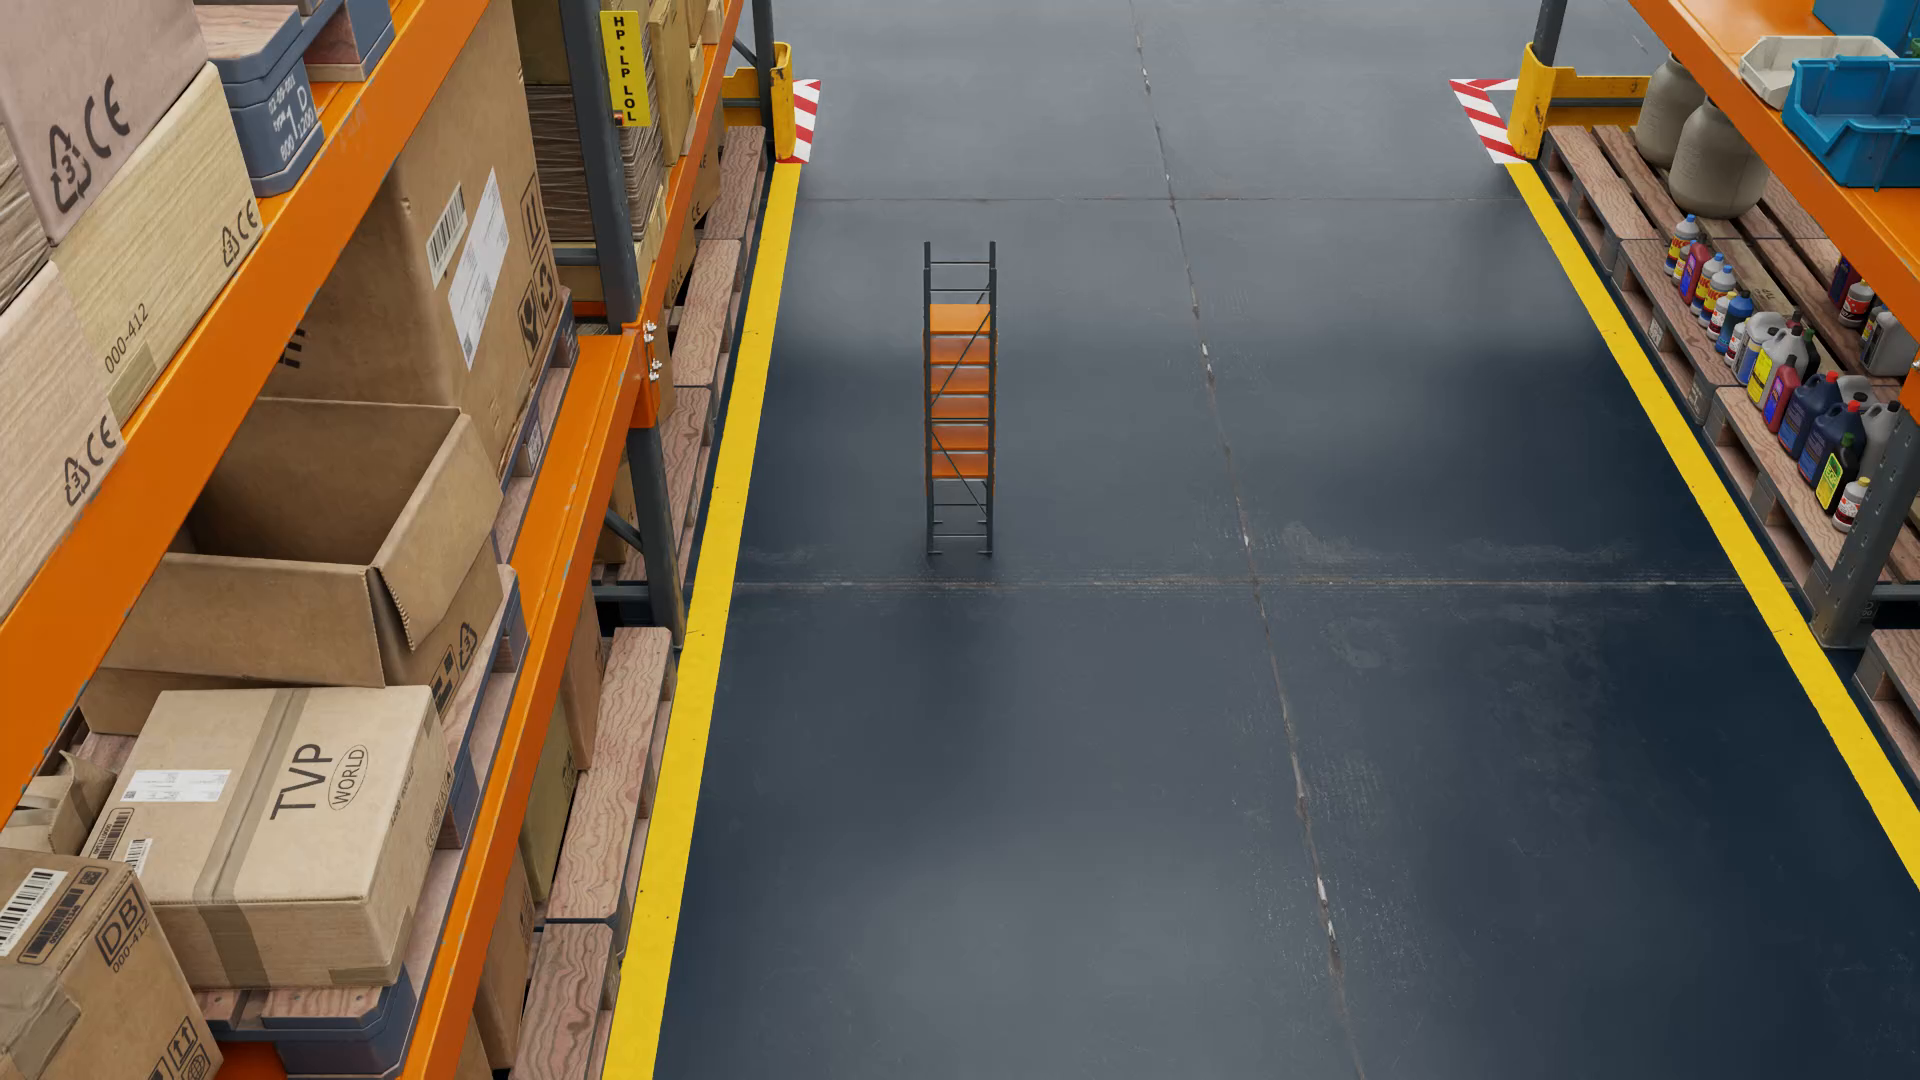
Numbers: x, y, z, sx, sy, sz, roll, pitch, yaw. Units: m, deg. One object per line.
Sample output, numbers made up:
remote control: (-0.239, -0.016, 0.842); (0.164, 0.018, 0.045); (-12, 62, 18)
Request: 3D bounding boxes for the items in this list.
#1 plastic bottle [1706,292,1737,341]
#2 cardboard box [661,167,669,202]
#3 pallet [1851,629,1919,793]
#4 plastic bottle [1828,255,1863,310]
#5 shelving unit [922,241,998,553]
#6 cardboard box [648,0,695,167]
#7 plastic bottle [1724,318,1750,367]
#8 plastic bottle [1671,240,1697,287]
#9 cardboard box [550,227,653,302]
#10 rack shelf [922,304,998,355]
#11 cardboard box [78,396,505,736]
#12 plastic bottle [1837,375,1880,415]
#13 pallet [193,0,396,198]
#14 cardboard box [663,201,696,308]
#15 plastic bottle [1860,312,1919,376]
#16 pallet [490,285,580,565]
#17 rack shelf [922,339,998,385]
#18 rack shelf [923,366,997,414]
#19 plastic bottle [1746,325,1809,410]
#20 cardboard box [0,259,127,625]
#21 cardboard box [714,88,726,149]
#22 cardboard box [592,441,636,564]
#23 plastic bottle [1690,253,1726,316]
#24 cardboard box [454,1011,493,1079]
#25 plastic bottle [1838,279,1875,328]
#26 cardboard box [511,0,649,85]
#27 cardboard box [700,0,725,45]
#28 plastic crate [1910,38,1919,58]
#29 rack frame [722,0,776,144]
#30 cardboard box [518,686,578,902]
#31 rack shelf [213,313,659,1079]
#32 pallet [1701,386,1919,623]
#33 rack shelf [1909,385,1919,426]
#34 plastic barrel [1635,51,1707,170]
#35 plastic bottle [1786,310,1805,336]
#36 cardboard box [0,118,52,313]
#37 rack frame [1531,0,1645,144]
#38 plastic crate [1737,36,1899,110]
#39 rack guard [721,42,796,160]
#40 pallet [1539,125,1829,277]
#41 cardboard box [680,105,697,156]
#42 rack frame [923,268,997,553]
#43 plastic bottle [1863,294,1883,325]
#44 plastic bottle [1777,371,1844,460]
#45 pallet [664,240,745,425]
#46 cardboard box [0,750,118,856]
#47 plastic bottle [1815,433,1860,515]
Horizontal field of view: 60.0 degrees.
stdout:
plastic bottle: (3.177, -0.935, 6.904); (0.097, 0.201, 0.097); (0, 39, 0)
cardboard box: (-1.177, -1.172, 5.515); (0.380, 0.149, 0.250); (0, 39, 0)
pallet: (3.530, 0.752, 5.142); (1.003, 0.211, 1.213); (0, 39, 0)
plastic bottle: (3.793, -1.134, 7.086); (0.061, 0.283, 0.133); (0, 39, 0)
shelving unit: (0.000, -0.477, 5.886); (0.258, 1.200, 0.189); (0, 39, 0)
cardboard box: (-1.367, -1.572, 5.496); (0.875, 0.500, 0.500); (0, 39, 0)
plastic bottle: (3.177, -0.806, 6.744); (0.097, 0.201, 0.097); (0, 39, 0)
plastic bottle: (3.176, -1.209, 7.246); (0.097, 0.201, 0.097); (0, 39, 0)
cardboard box: (-1.162, -0.860, 5.125); (0.380, 0.149, 0.250); (0, 39, 0)
rack shelf: (0.000, -0.724, 5.689); (0.258, 0.103, 0.180); (0, 39, 0)
cardboard box: (-1.368, 0.057, 3.362); (0.797, 0.503, 0.637); (4, 39, 5)
plastic bottle: (3.349, -0.474, 6.269); (0.152, 0.276, 0.135); (0, 39, 0)
pallet: (-1.564, -0.886, 2.708); (1.213, 0.211, 1.003); (0, 39, 0)
cardboard box: (-1.466, -1.357, 7.208); (0.500, 0.500, 0.500); (3, 39, 4)
plastic bottle: (3.756, -0.809, 6.687); (0.152, 0.276, 0.135); (0, 39, 0)
pallet: (-1.607, -0.270, 4.342); (1.003, 0.211, 1.213); (0, 39, 0)
rack shelf: (0.000, -0.630, 5.764); (0.258, 0.103, 0.180); (0, 39, 0)
rack shelf: (0.000, -0.536, 5.839); (0.258, 0.103, 0.180); (0, 39, 0)
plastic bottle: (3.201, -0.689, 6.478); (0.144, 0.351, 0.185); (0, 39, 0)
cardboard box: (-1.204, -0.049, 1.634); (0.500, 0.250, 0.500); (1, 39, 1)
cardboard box: (-1.483, -2.123, 8.163); (0.500, 0.500, 0.500); (7, 39, 8)
cardboard box: (-1.423, -0.262, 5.841); (0.500, 0.500, 0.500); (-1, 39, -1)
plastic bottle: (3.177, -1.087, 7.037); (0.097, 0.271, 0.097); (0, 39, 0)
cardboard box: (-1.500, 1.362, 3.799); (0.700, 0.500, 0.500); (3, 39, 4)
plastic bottle: (3.775, -1.004, 6.989); (0.097, 0.201, 0.097); (0, 39, 0)
cardboard box: (-1.209, -1.650, 4.793); (0.500, 0.500, 0.500); (0, 39, 0)
cardboard box: (-1.154, -2.111, 6.686); (0.380, 0.149, 0.250); (0, 39, 0)
plastic crate: (3.771, -1.593, 6.009); (0.450, 0.188, 0.662); (0, 39, 0)
rack frame: (-1.467, -3.325, 8.000); (1.000, 3.000, 0.127); (0, 39, 0)
cardboard box: (-1.502, 0.663, 4.671); (0.700, 0.500, 0.500); (0, 39, 0)
rack shelf: (-1.460, 0.708, 3.543); (1.077, 0.370, 4.000); (0, 39, 0)
pallet: (3.531, -0.159, 6.279); (1.003, 0.211, 1.213); (0, 39, 0)
rack shelf: (3.493, 0.705, 3.547); (1.077, 0.370, 4.000); (0, 39, 0)
plastic barrel: (3.563, -2.110, 8.138); (0.421, 0.512, 0.421); (0, 39, 0)
plastic bottle: (3.311, -0.765, 6.626); (0.061, 0.283, 0.133); (0, 39, 0)
cardboard box: (-1.198, -0.338, 1.394); (0.500, 0.500, 0.500); (0, 39, 0)
rack frame: (3.486, -3.328, 8.004); (1.000, 3.000, 0.127); (0, 39, 0)
plastic crate: (3.235, -1.739, 6.232); (0.530, 0.136, 0.437); (0, 39, 0)
rack guard: (-1.467, -2.302, 8.722); (1.175, 0.500, 0.348); (0, 39, 0)
pallet: (3.528, -1.684, 8.183); (1.003, 0.211, 1.213); (0, 39, 0)
cardboard box: (-1.146, -1.485, 5.906); (0.380, 0.149, 0.250); (0, 39, 0)
rack frame: (0.000, -0.420, 5.815); (0.240, 1.200, 0.006); (0, 39, 0)
plastic bottle: (3.899, -1.044, 6.981); (0.152, 0.276, 0.135); (-1, 39, -1)
plastic bottle: (3.201, -0.487, 6.226); (0.144, 0.351, 0.185); (-2, 39, -2)
pallet: (-1.503, -0.920, 7.229); (1.003, 0.211, 1.213); (0, 39, 0)
cardboard box: (-1.730, 0.524, 2.969); (0.396, 0.266, 0.258); (-1, 39, -1)
plastic bottle: (3.160, -0.239, 5.970); (0.061, 0.283, 0.133); (2, 39, 2)
